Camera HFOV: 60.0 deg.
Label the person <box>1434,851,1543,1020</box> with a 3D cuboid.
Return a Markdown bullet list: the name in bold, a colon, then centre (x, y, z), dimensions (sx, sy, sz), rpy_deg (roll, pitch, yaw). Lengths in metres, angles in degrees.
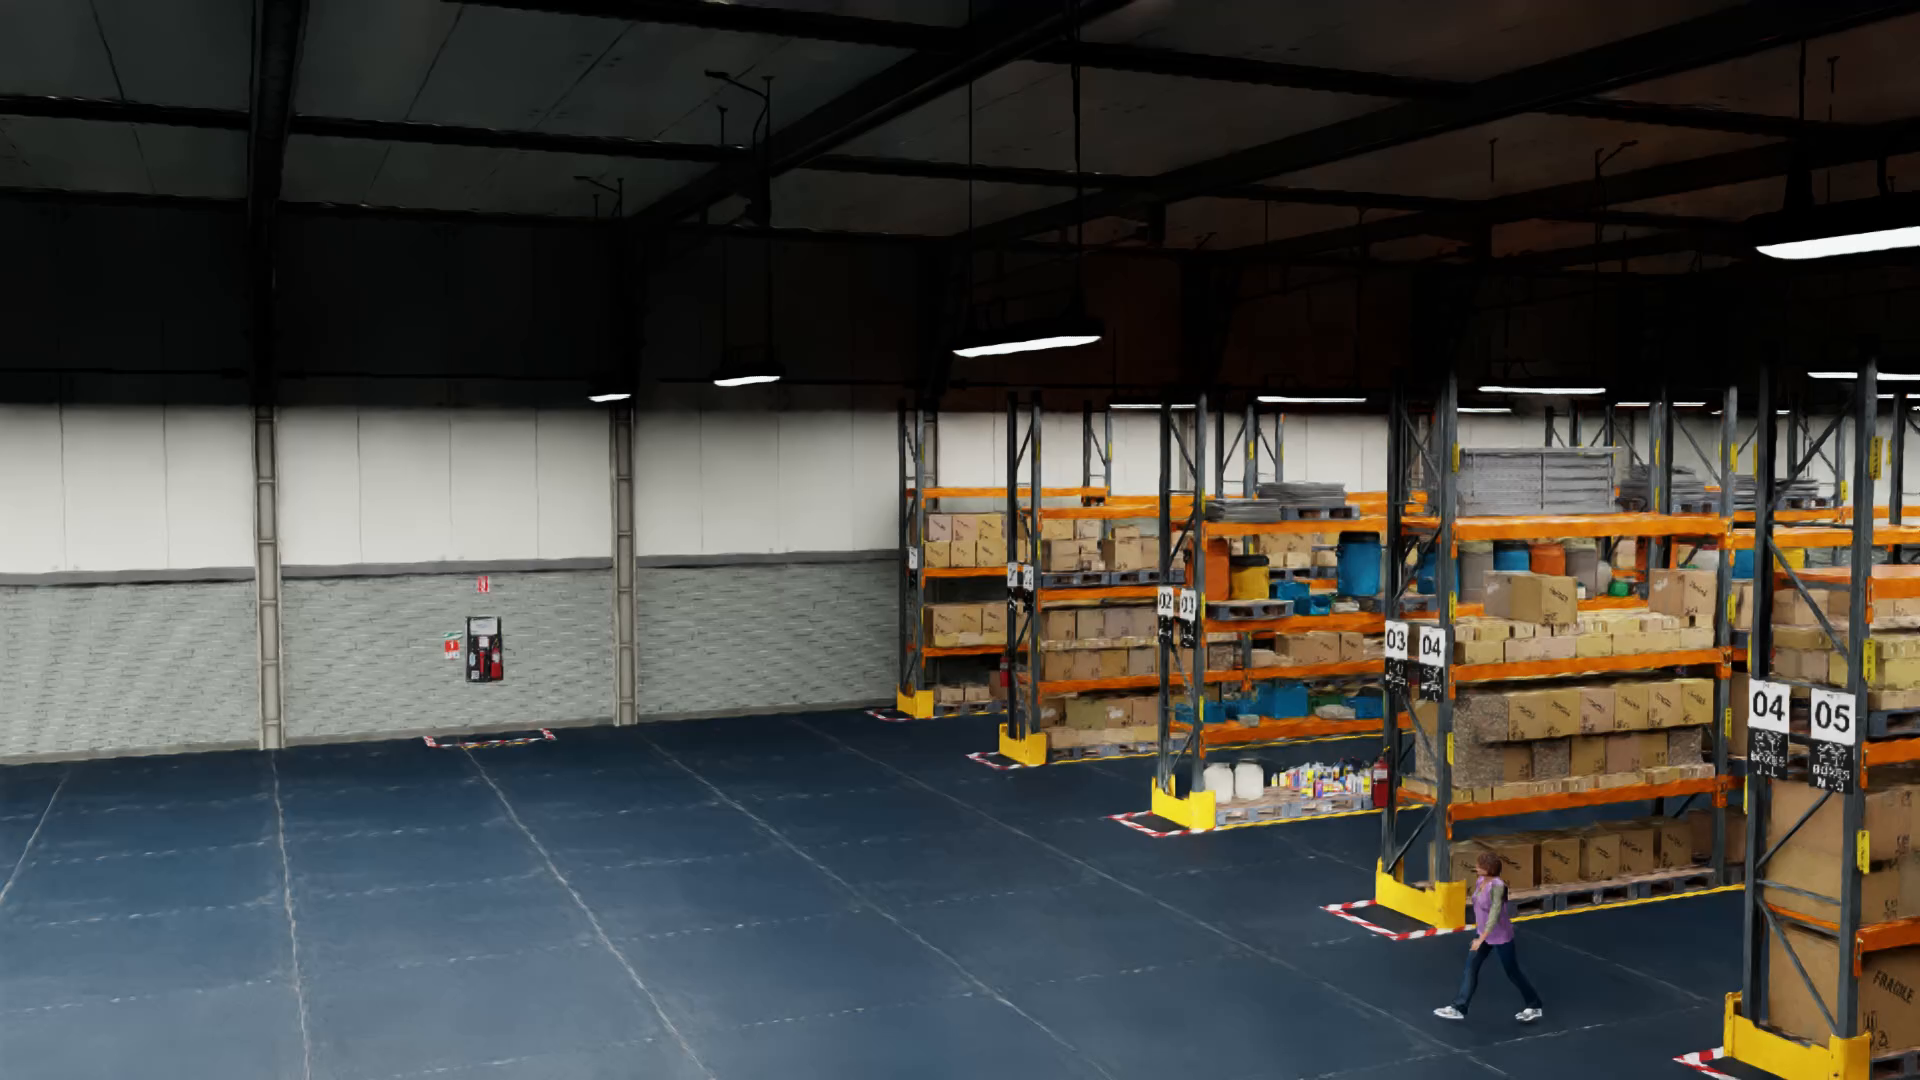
- **person**: centre (4.730, 3.516, 14.764), dimensions (0.962, 1.533, 0.408), rpy_deg (-1, 3, -14)
